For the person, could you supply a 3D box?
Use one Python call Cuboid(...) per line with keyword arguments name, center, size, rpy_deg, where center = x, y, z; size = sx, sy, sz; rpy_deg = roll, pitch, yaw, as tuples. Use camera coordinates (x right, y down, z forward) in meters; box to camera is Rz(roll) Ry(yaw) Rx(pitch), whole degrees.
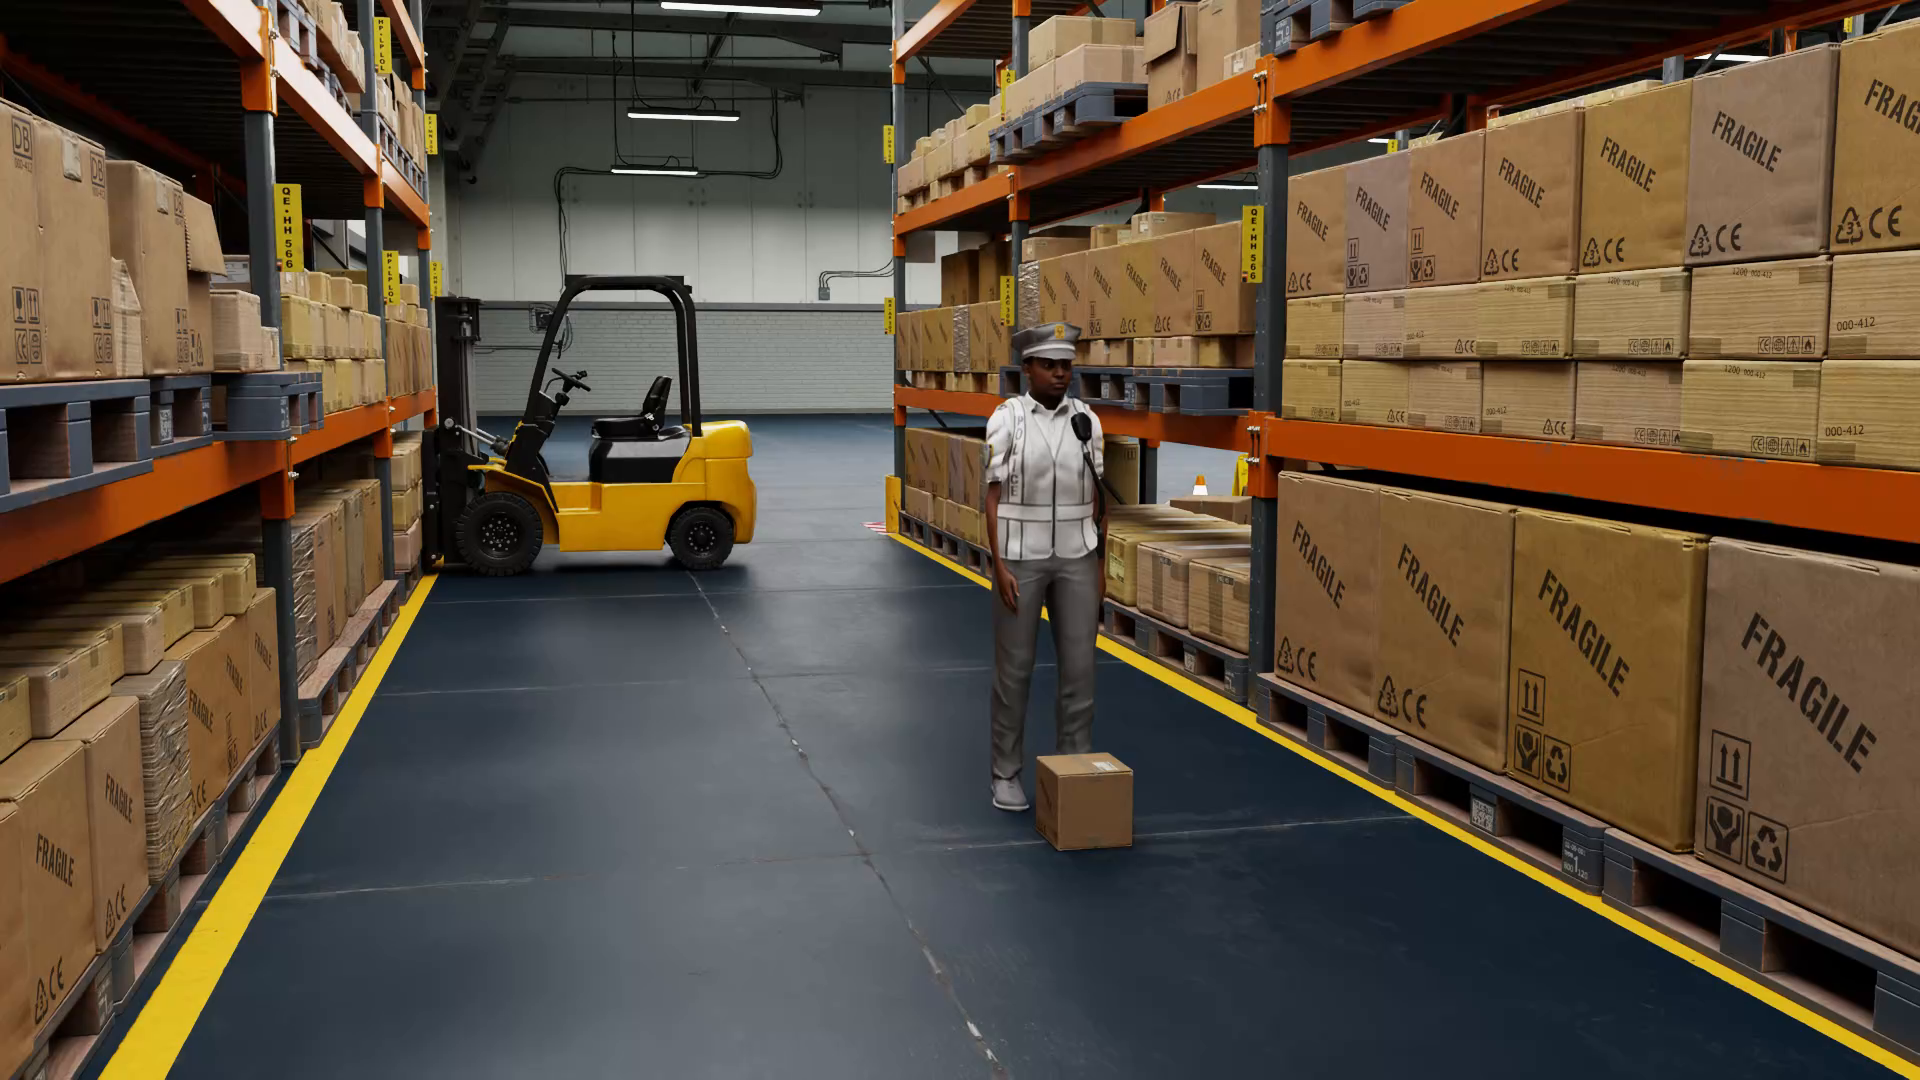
Cuboid(name="person", center=(0.310, 0.092, 5.788), size=(0.447, 1.690, 0.358), rpy_deg=(-1, 6, -12))
